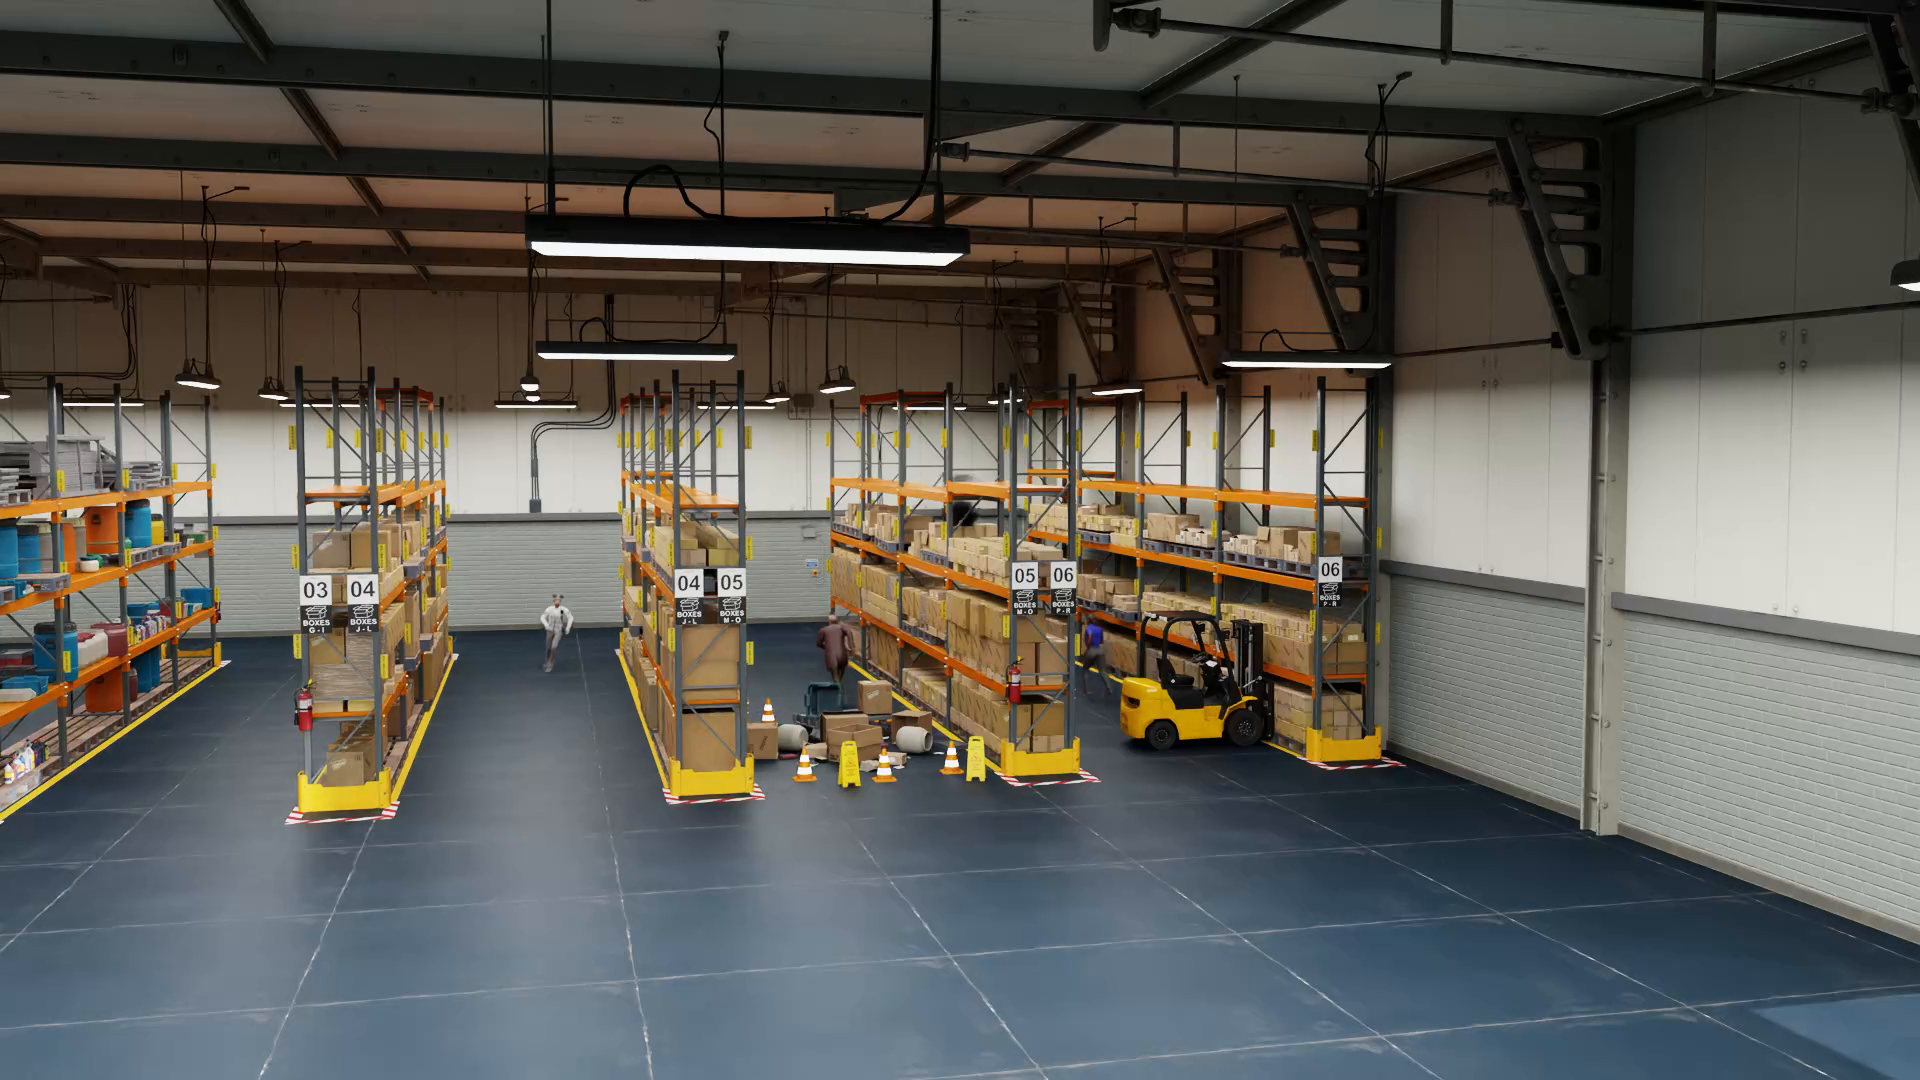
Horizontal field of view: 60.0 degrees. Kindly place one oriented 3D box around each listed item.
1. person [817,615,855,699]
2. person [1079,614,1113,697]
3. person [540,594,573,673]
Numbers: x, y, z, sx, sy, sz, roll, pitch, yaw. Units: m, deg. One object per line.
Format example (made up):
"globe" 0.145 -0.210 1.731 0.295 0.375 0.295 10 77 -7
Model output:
"person" -2.378 2.291 31.892 0.727 1.568 1.160 0 3 -7
"person" 2.637 2.263 32.342 0.574 1.632 0.953 -2 4 -29
"person" -8.791 2.018 36.152 0.678 1.712 0.757 0 3 -1
